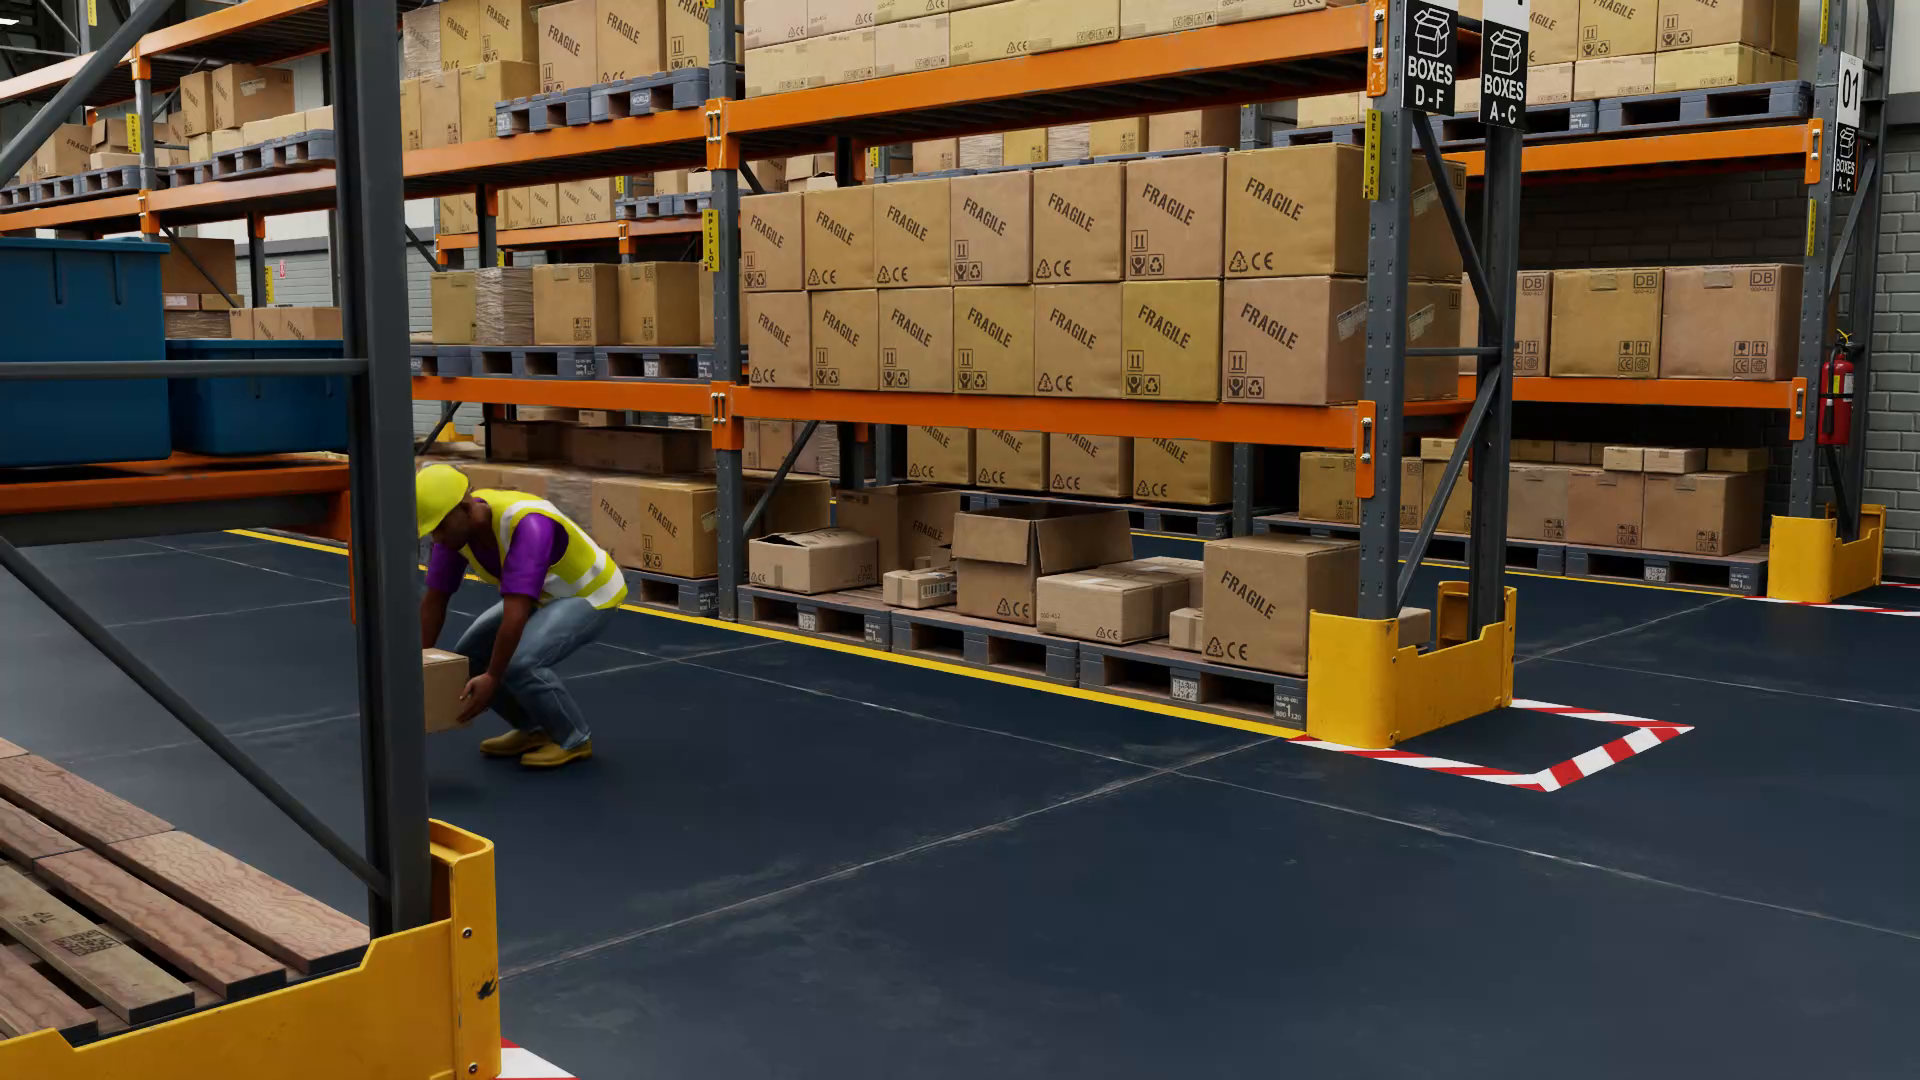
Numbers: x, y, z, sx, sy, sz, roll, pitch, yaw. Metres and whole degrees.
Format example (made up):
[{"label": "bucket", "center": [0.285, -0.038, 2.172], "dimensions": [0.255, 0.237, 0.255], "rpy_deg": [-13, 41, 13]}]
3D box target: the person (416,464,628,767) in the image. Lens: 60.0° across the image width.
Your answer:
[{"label": "person", "center": [-1.612, 0.269, 6.085], "dimensions": [0.607, 1.133, 0.857], "rpy_deg": [7, 10, 43]}]
